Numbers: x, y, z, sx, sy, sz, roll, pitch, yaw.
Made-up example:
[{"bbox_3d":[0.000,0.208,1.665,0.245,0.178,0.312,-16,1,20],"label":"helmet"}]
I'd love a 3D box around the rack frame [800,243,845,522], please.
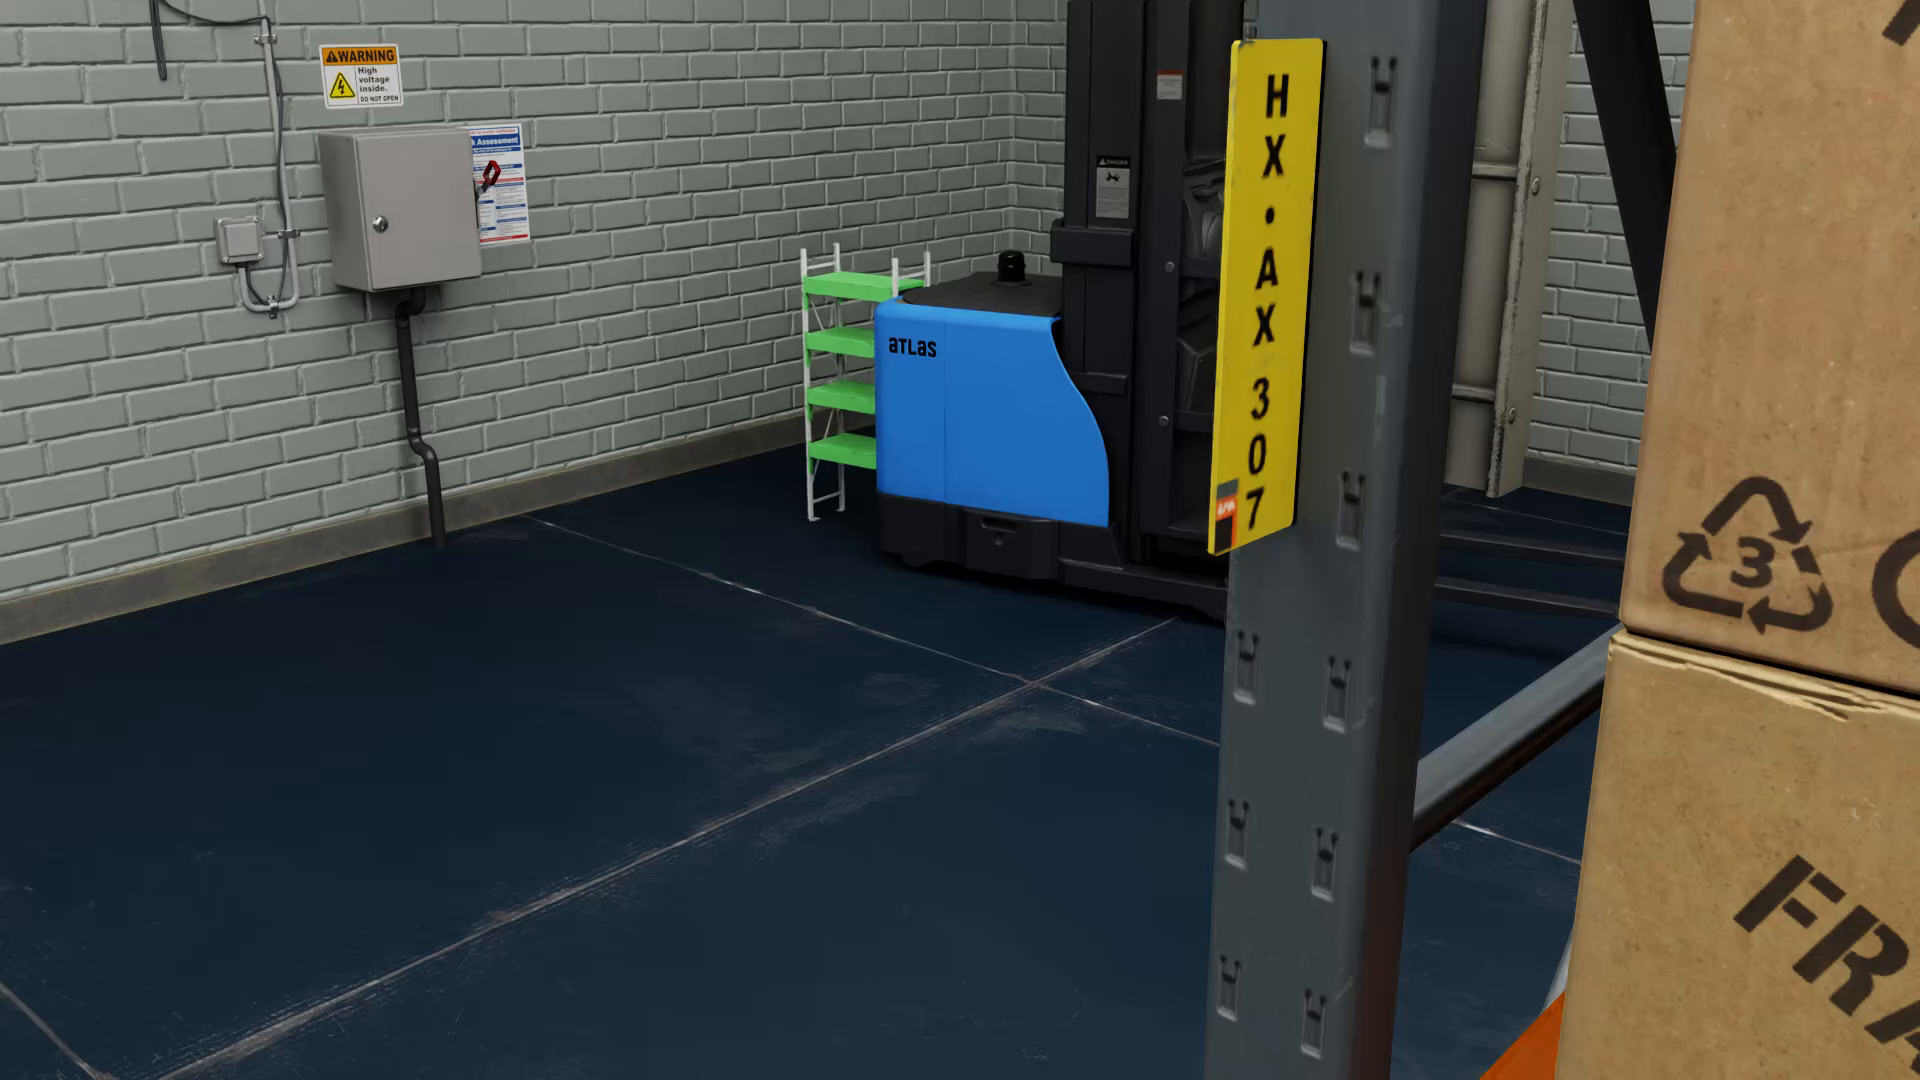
[{"bbox_3d":[-0.597,-0.684,7.283,0.015,1.200,0.240,12,21,34],"label":"rack frame"}]

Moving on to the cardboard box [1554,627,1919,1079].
[{"bbox_3d":[0.739,0.284,1.091,0.500,0.500,0.500,15,23,39],"label":"cardboard box"}]

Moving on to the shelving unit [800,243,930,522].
[{"bbox_3d":[-0.399,-0.641,7.148,0.503,1.200,0.258,12,21,34],"label":"shelving unit"}]

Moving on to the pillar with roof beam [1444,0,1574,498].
[{"bbox_3d":[-0.413,-3.584,3.528,0.400,9.000,9.100,15,23,39],"label":"pillar with roof beam"}]

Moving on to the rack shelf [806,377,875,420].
[{"bbox_3d":[-0.399,-0.580,7.167,0.480,0.148,0.258,12,21,34],"label":"rack shelf"}]

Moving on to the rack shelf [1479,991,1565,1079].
[{"bbox_3d":[2.067,0.915,0.458,4.000,0.370,1.077,15,23,39],"label":"rack shelf"}]

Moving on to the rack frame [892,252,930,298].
[{"bbox_3d":[-0.200,-0.598,7.013,0.015,1.200,0.240,12,21,34],"label":"rack frame"}]

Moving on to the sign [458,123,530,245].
[{"bbox_3d":[-1.986,-1.510,7.068,0.001,0.494,0.329,15,23,39],"label":"sign"}]

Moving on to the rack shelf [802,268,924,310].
[{"bbox_3d":[-0.399,-1.038,7.022,0.480,0.148,0.258,12,21,34],"label":"rack shelf"}]

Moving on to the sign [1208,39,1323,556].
[{"bbox_3d":[0.198,-0.155,1.080,0.005,0.325,0.100,15,23,39],"label":"sign"}]

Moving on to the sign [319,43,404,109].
[{"bbox_3d":[-2.350,-1.825,6.538,0.001,0.242,0.339,15,23,39],"label":"sign"}]

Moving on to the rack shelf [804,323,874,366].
[{"bbox_3d":[-0.399,-0.809,7.094,0.480,0.148,0.258,12,21,34],"label":"rack shelf"}]

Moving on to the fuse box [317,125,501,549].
[{"bbox_3d":[-2.159,-0.788,6.766,0.414,1.711,0.539,15,23,39],"label":"fuse box"}]

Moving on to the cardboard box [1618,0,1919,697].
[{"bbox_3d":[0.741,-0.193,0.942,0.500,0.500,0.500,14,23,38],"label":"cardboard box"}]

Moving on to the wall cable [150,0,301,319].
[{"bbox_3d":[-2.730,-1.764,6.030,0.122,1.984,0.588,15,23,39],"label":"wall cable"}]

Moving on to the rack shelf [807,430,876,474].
[{"bbox_3d":[-0.399,-0.351,7.240,0.480,0.148,0.258,12,21,34],"label":"rack shelf"}]

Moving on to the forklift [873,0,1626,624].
[{"bbox_3d":[1.191,-1.218,6.105,3.031,2.935,1.130,9,20,27],"label":"forklift"}]
